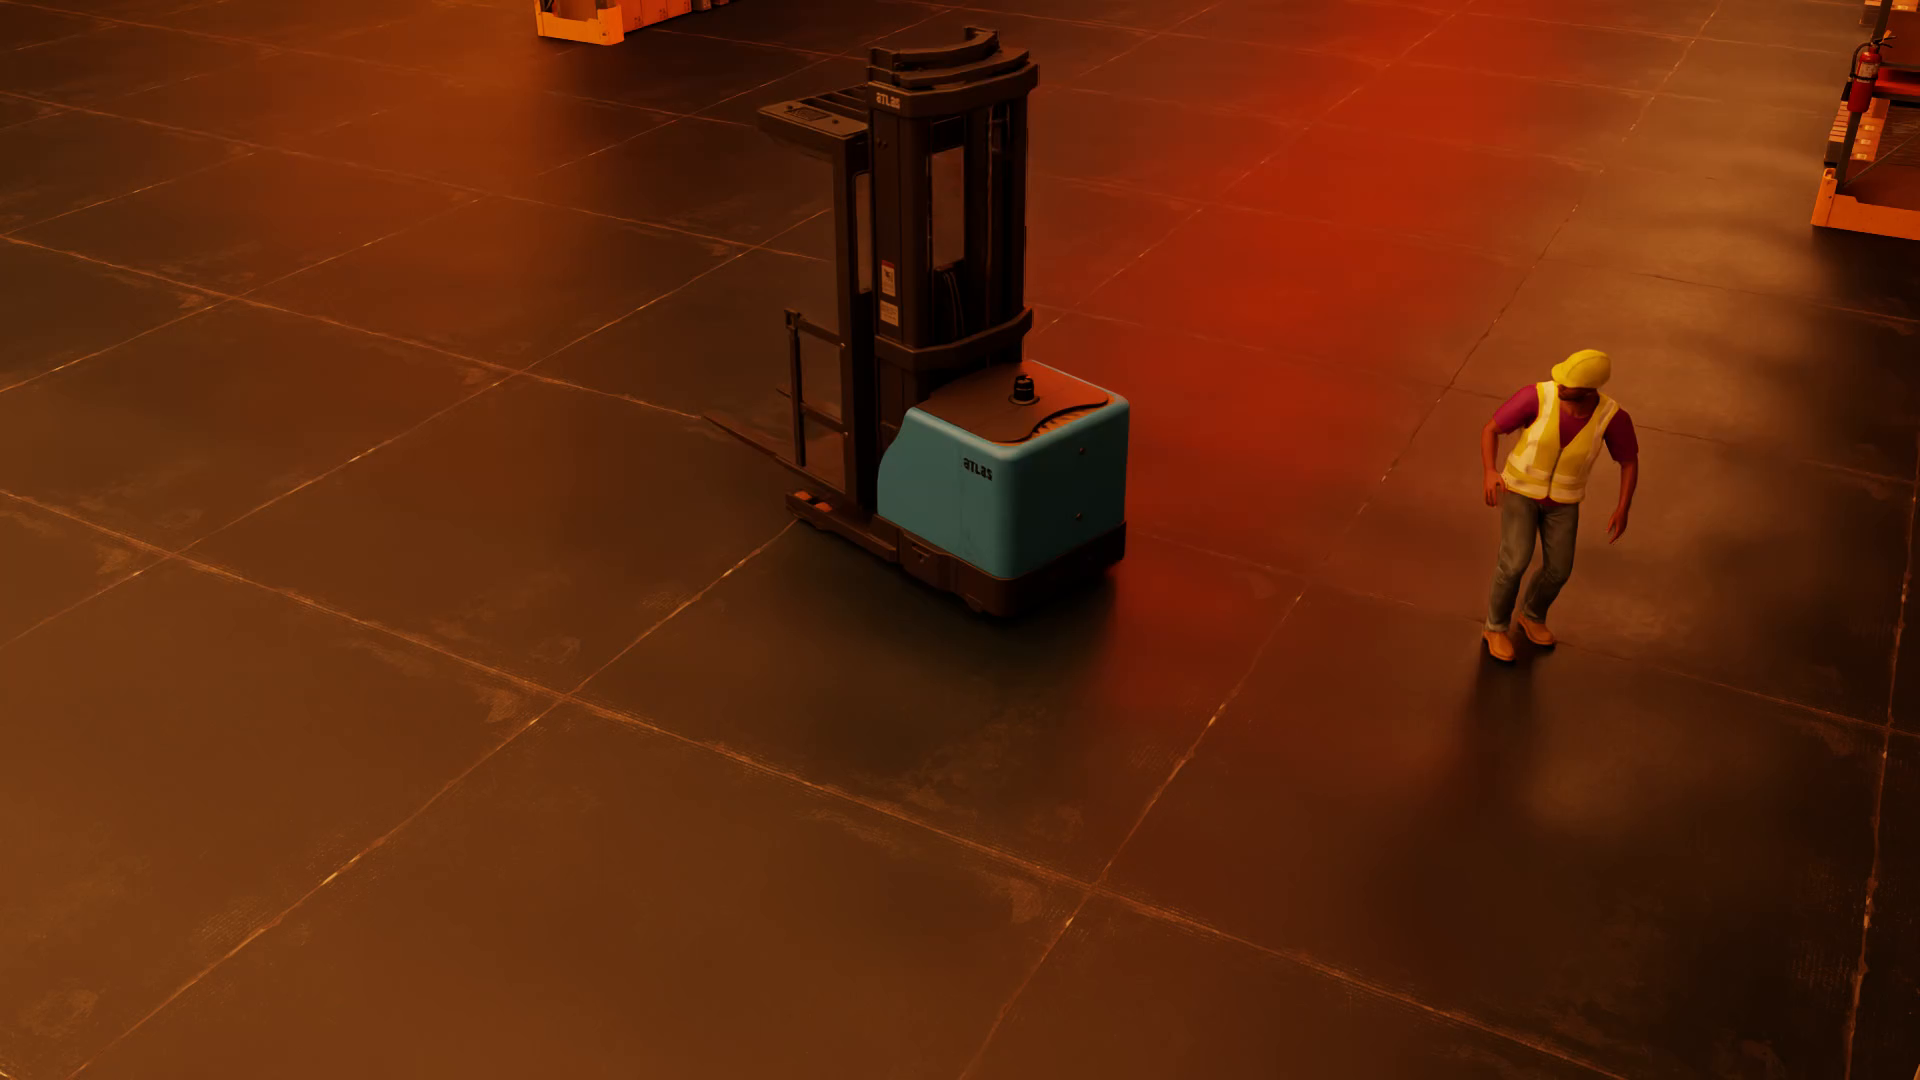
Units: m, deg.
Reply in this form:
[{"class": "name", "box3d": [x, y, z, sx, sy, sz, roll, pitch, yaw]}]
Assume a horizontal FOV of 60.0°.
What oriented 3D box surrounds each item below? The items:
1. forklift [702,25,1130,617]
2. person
[{"class": "forklift", "box3d": [-0.424, -1.489, 9.651, 1.130, 2.935, 3.031, -26, 39, -37]}, {"class": "person", "box3d": [3.085, -0.195, 8.621, 0.778, 1.727, 0.510, 4, 30, 6]}]
